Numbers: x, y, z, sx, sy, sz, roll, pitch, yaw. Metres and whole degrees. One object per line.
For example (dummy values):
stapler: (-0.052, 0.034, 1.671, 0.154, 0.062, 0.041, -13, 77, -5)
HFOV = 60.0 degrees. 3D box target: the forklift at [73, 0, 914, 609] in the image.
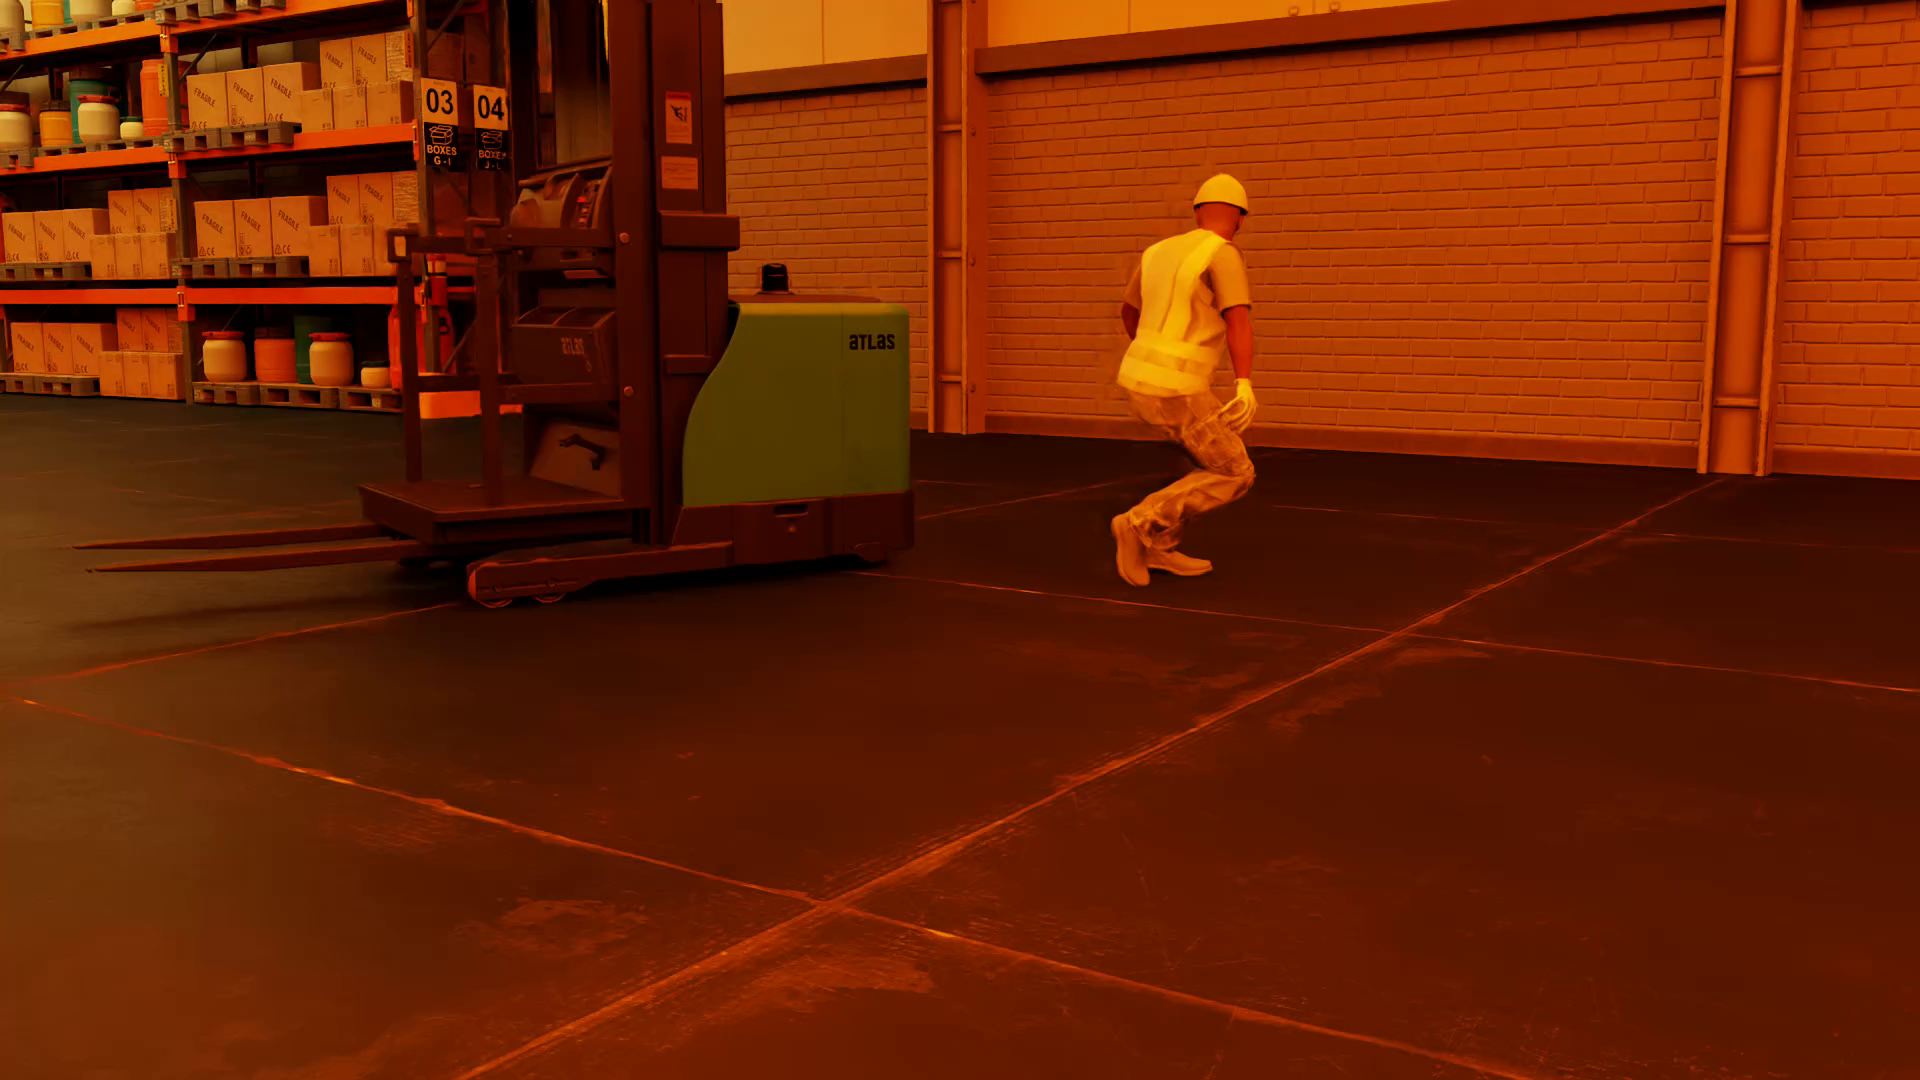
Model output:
forklift: (-1.701, -1.292, 6.276, 3.031, 2.935, 1.130, -5, 10, -33)

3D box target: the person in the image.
person: (0.850, -0.610, 6.412, 0.586, 1.593, 0.959, -2, 8, -12)
